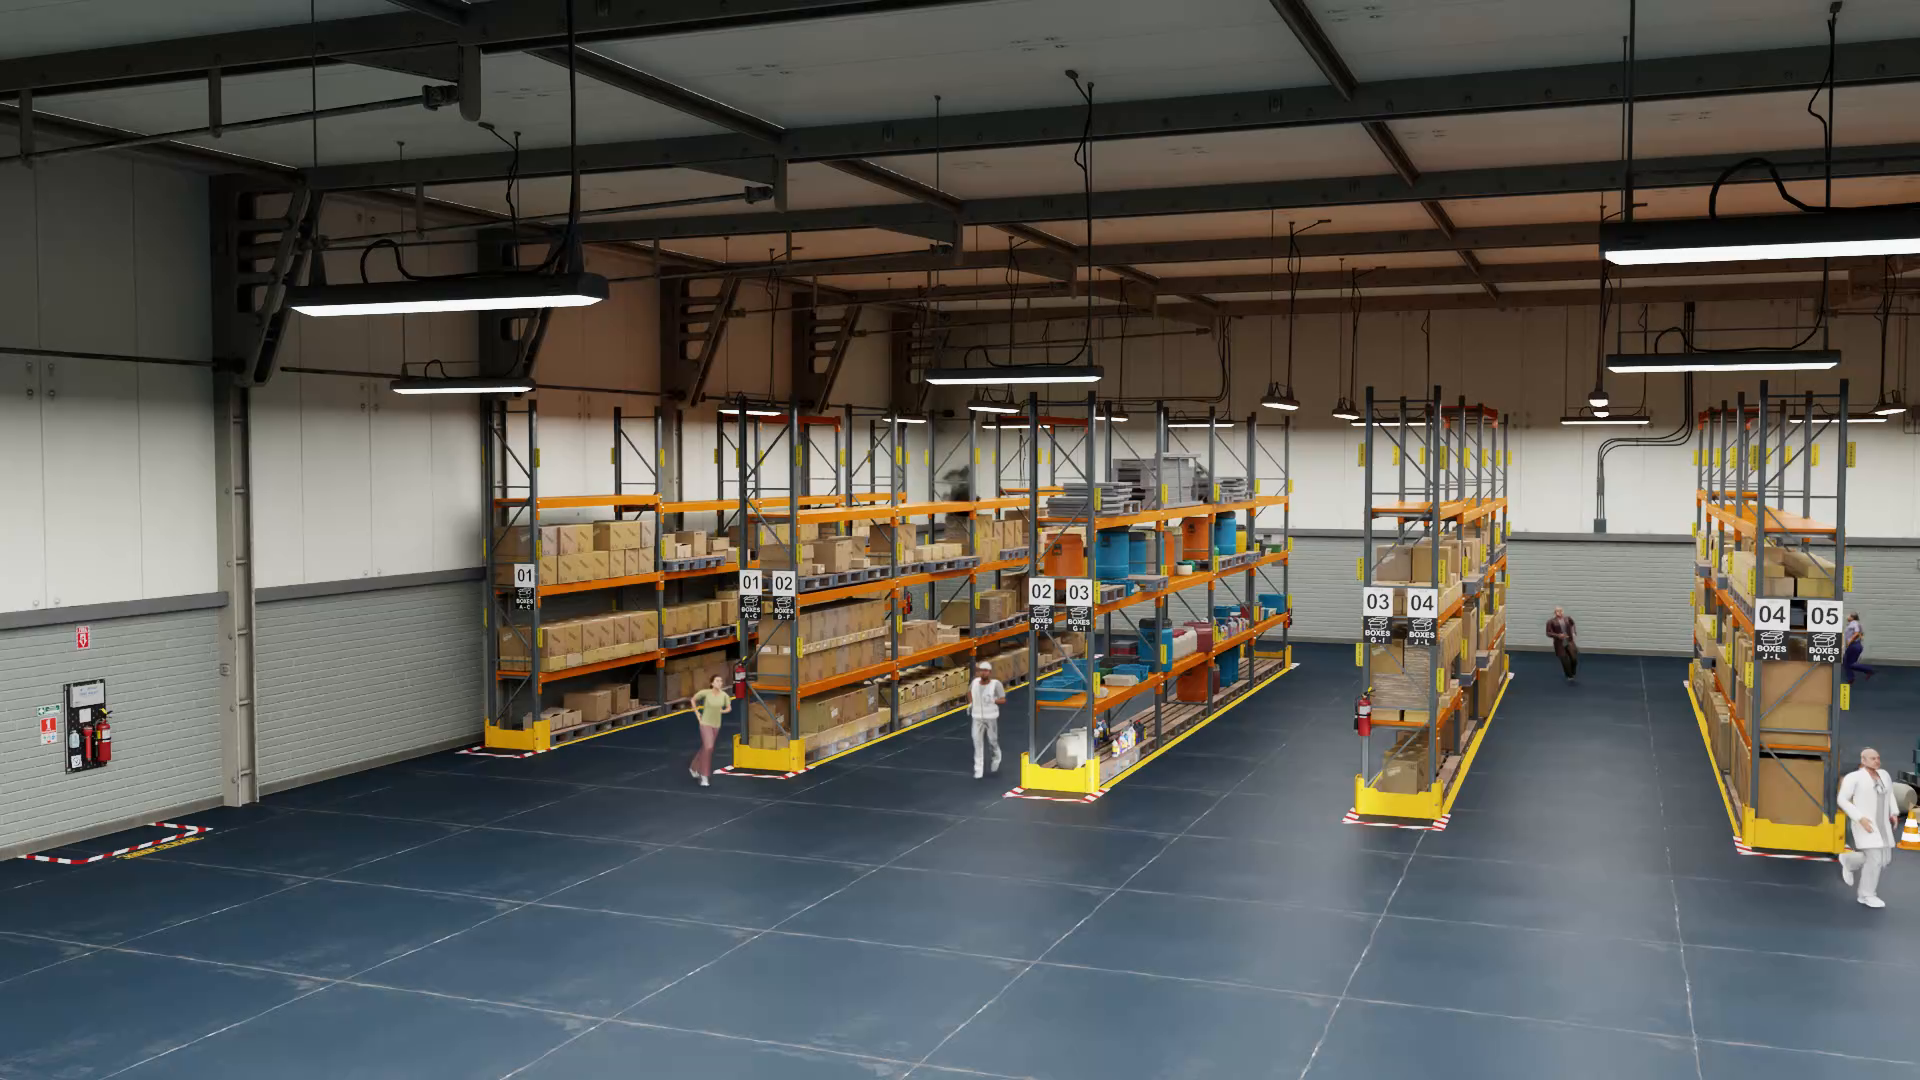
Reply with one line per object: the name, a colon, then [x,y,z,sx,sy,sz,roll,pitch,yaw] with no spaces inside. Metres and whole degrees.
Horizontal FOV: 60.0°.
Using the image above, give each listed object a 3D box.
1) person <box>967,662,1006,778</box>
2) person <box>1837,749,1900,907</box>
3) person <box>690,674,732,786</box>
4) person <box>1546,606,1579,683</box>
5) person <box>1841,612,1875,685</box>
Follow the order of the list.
person: [0.386,2.789,26.035,0.691,1.757,0.960,1,3,16]
person: [10.181,3.202,18.724,0.730,1.752,0.705,-1,3,-13]
person: [-3.875,2.921,25.790,0.599,1.705,0.737,-2,4,-37]
person: [13.380,2.321,36.914,0.756,1.722,0.666,0,3,6]
person: [19.732,2.403,36.518,0.666,1.643,0.585,2,3,35]
